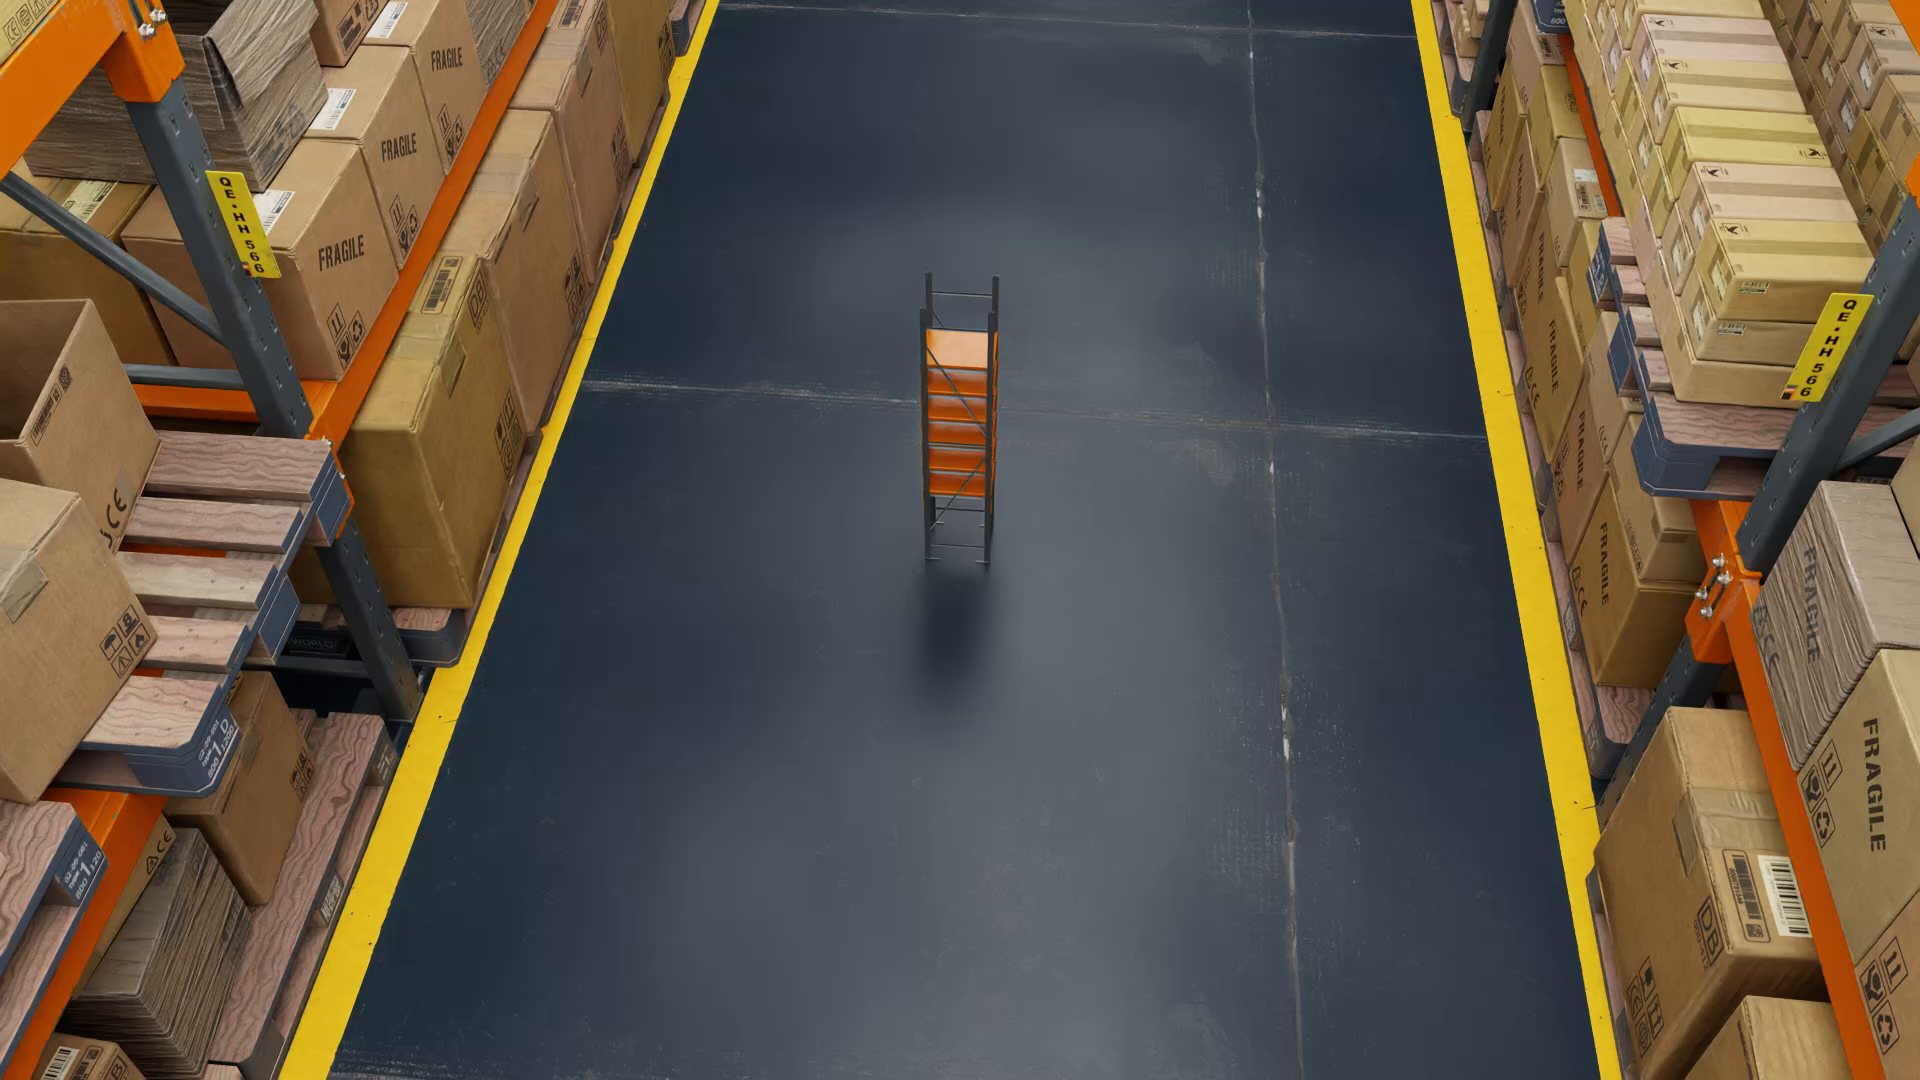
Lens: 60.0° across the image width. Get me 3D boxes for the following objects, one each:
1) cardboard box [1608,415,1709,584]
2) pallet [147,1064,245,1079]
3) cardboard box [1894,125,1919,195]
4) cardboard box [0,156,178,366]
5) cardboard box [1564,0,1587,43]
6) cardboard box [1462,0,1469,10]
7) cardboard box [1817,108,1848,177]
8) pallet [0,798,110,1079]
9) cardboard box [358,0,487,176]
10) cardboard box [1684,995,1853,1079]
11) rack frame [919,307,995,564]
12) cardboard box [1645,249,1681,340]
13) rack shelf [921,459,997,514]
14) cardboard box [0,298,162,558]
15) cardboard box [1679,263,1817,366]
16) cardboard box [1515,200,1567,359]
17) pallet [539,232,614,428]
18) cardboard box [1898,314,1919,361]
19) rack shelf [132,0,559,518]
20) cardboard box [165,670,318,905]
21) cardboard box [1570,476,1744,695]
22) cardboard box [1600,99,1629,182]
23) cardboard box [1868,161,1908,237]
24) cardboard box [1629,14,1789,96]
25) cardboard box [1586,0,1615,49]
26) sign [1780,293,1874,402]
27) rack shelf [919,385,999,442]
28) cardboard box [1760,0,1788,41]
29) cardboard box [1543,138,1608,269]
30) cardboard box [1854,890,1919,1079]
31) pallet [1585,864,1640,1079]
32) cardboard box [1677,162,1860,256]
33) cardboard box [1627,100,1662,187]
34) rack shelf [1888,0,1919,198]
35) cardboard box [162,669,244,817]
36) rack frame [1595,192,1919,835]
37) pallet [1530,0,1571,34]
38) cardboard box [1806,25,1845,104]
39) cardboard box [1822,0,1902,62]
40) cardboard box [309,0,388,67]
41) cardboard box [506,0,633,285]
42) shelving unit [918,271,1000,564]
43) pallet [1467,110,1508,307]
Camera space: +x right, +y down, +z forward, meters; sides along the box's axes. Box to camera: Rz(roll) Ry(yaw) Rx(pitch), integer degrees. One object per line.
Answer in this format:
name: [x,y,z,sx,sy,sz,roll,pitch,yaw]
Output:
cardboard box: [2.374,-0.125,5.233,0.500,0.250,0.500,3,48,3]
pallet: [-2.544,1.948,4.325,1.003,0.211,1.213,4,48,4]
cardboard box: [2.856,-1.015,4.628,0.380,0.149,0.250,4,48,3]
cardboard box: [-2.559,-0.874,4.949,0.500,0.500,0.500,5,48,5]
cardboard box: [2.330,-1.831,5.778,0.380,0.149,0.250,3,48,3]
cardboard box: [2.662,-2.725,8.156,0.380,0.149,0.250,2,48,2]
cardboard box: [2.908,-1.215,5.214,0.380,0.149,0.250,5,48,5]
pallet: [-2.497,1.061,3.377,1.003,0.211,1.213,4,48,4]
cardboard box: [-1.954,-1.590,5.603,0.500,0.500,0.500,3,48,3]
cardboard box: [2.351,1.648,3.950,1.050,0.750,0.750,5,48,4]
rack frame: [-0.010,-0.327,5.736,0.240,1.200,0.006,4,48,4]
cardboard box: [2.184,-0.686,4.730,0.380,0.149,0.250,4,48,3]
rack shelf: [-0.001,-0.202,6.007,0.258,0.103,0.180,4,48,4]
cardboard box: [-2.367,-0.237,4.082,0.500,0.500,0.500,-1,48,-1]
cardboard box: [2.164,-0.604,4.454,0.380,0.149,0.250,5,48,4]
cardboard box: [2.525,-0.991,6.533,0.500,0.500,0.500,5,48,4]
pallet: [-2.097,-0.989,7.011,1.003,0.211,1.213,4,48,4]
cardboard box: [2.839,-0.623,4.673,0.380,0.149,0.250,6,48,5]
rack shelf: [-2.175,-1.688,6.249,1.077,0.370,4.000,4,48,4]
cardboard box: [-2.399,0.728,4.948,0.700,0.500,0.500,2,48,1]
cardboard box: [2.372,0.147,5.492,0.500,0.500,0.500,4,48,3]
cardboard box: [2.257,-1.256,5.252,0.380,0.149,0.250,2,48,2]
cardboard box: [2.860,-0.948,4.769,0.380,0.149,0.250,3,48,2]
cardboard box: [2.258,-1.452,5.028,0.380,0.149,0.250,4,48,4]
cardboard box: [2.303,-1.742,5.495,0.380,0.149,0.250,3,48,3]
sign: [2.031,-0.447,3.895,0.100,0.325,0.005,4,48,4]
rack shelf: [-0.001,-0.445,5.742,0.258,0.103,0.180,4,48,4]
cardboard box: [2.983,-1.787,5.737,0.380,0.149,0.250,6,48,5]
cardboard box: [2.510,-1.253,6.264,0.500,0.250,0.500,6,48,5]
cardboard box: [2.173,0.969,3.263,0.500,0.500,0.500,4,48,3]
pallet: [2.426,1.462,4.770,1.003,0.211,1.213,4,48,4]
cardboard box: [2.186,-0.887,4.511,0.380,0.149,0.250,3,48,3]
cardboard box: [2.231,-1.178,4.979,0.380,0.149,0.250,4,48,4]
rack shelf: [2.755,-2.293,4.769,1.077,0.370,4.000,4,48,4]
cardboard box: [-2.389,0.475,4.670,0.500,0.250,0.500,6,48,5]
rack frame: [2.573,-0.054,4.266,1.000,3.000,0.127,4,48,4]
pallet: [2.723,-2.376,6.521,1.003,0.211,1.213,4,48,4]
cardboard box: [2.933,-1.499,5.272,0.380,0.149,0.250,3,48,3]
cardboard box: [2.926,-1.604,5.167,0.380,0.149,0.250,5,48,5]
cardboard box: [-2.213,-1.849,5.160,0.797,0.503,0.637,5,48,4]
cardboard box: [-2.112,-1.697,6.925,1.225,0.875,0.875,2,48,2]
shelving unit: [-0.001,-0.394,5.798,0.258,1.200,0.189,4,48,4]
pallet: [2.868,-1.480,7.460,1.003,0.211,1.213,4,48,4]
